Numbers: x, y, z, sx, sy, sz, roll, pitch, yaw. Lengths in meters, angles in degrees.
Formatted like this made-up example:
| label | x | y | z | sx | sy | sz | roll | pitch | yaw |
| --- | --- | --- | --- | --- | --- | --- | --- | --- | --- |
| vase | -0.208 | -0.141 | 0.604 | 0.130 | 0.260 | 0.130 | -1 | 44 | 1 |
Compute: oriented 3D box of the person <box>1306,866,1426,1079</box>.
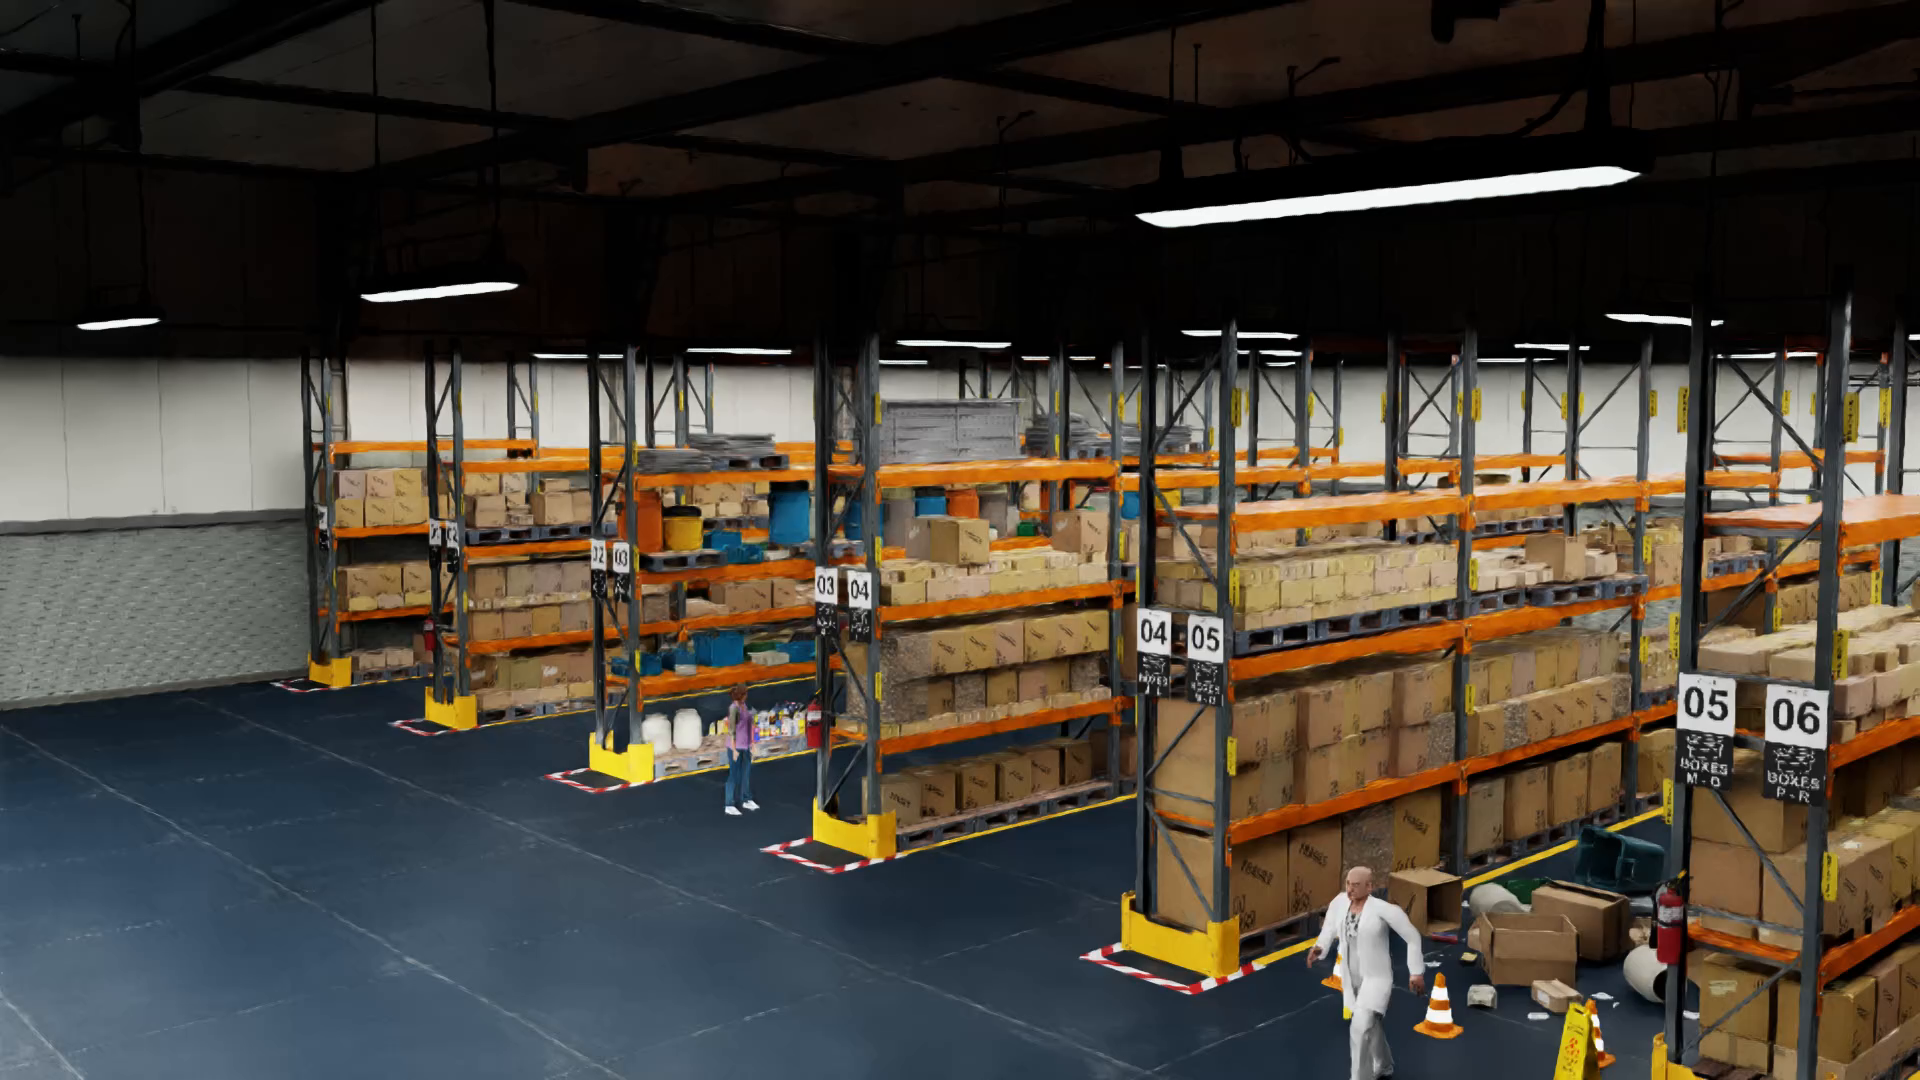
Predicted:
| label | x | y | z | sx | sy | sz | roll | pitch | yaw |
| --- | --- | --- | --- | --- | --- | --- | --- | --- | --- |
| person | 2.985 | 3.230 | 12.258 | 0.904 | 1.717 | 0.736 | -4 | 6 | -38 |

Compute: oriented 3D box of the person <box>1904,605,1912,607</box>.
| label | x | y | z | sx | sy | sz | roll | pitch | yaw |
| --- | --- | --- | --- | --- | --- | --- | --- | --- | --- |
| person | 15.311 | 1.935 | 26.710 | 0.494 | 1.766 | 0.656 | 1 | 5 | 11 |

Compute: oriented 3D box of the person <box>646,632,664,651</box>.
| label | x | y | z | sx | sy | sz | roll | pitch | yaw |
| --- | --- | --- | --- | --- | --- | --- | --- | --- | --- |
| person | -5.585 | 1.576 | 30.585 | 0.447 | 1.771 | 0.631 | 1 | 5 | 16 |

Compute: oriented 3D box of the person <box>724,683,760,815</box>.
| label | x | y | z | sx | sy | sz | roll | pitch | yaw |
| --- | --- | --- | --- | --- | --- | --- | --- | --- | --- |
| person | -2.689 | 2.557 | 20.462 | 0.399 | 1.602 | 0.469 | 1 | 5 | 16 |
